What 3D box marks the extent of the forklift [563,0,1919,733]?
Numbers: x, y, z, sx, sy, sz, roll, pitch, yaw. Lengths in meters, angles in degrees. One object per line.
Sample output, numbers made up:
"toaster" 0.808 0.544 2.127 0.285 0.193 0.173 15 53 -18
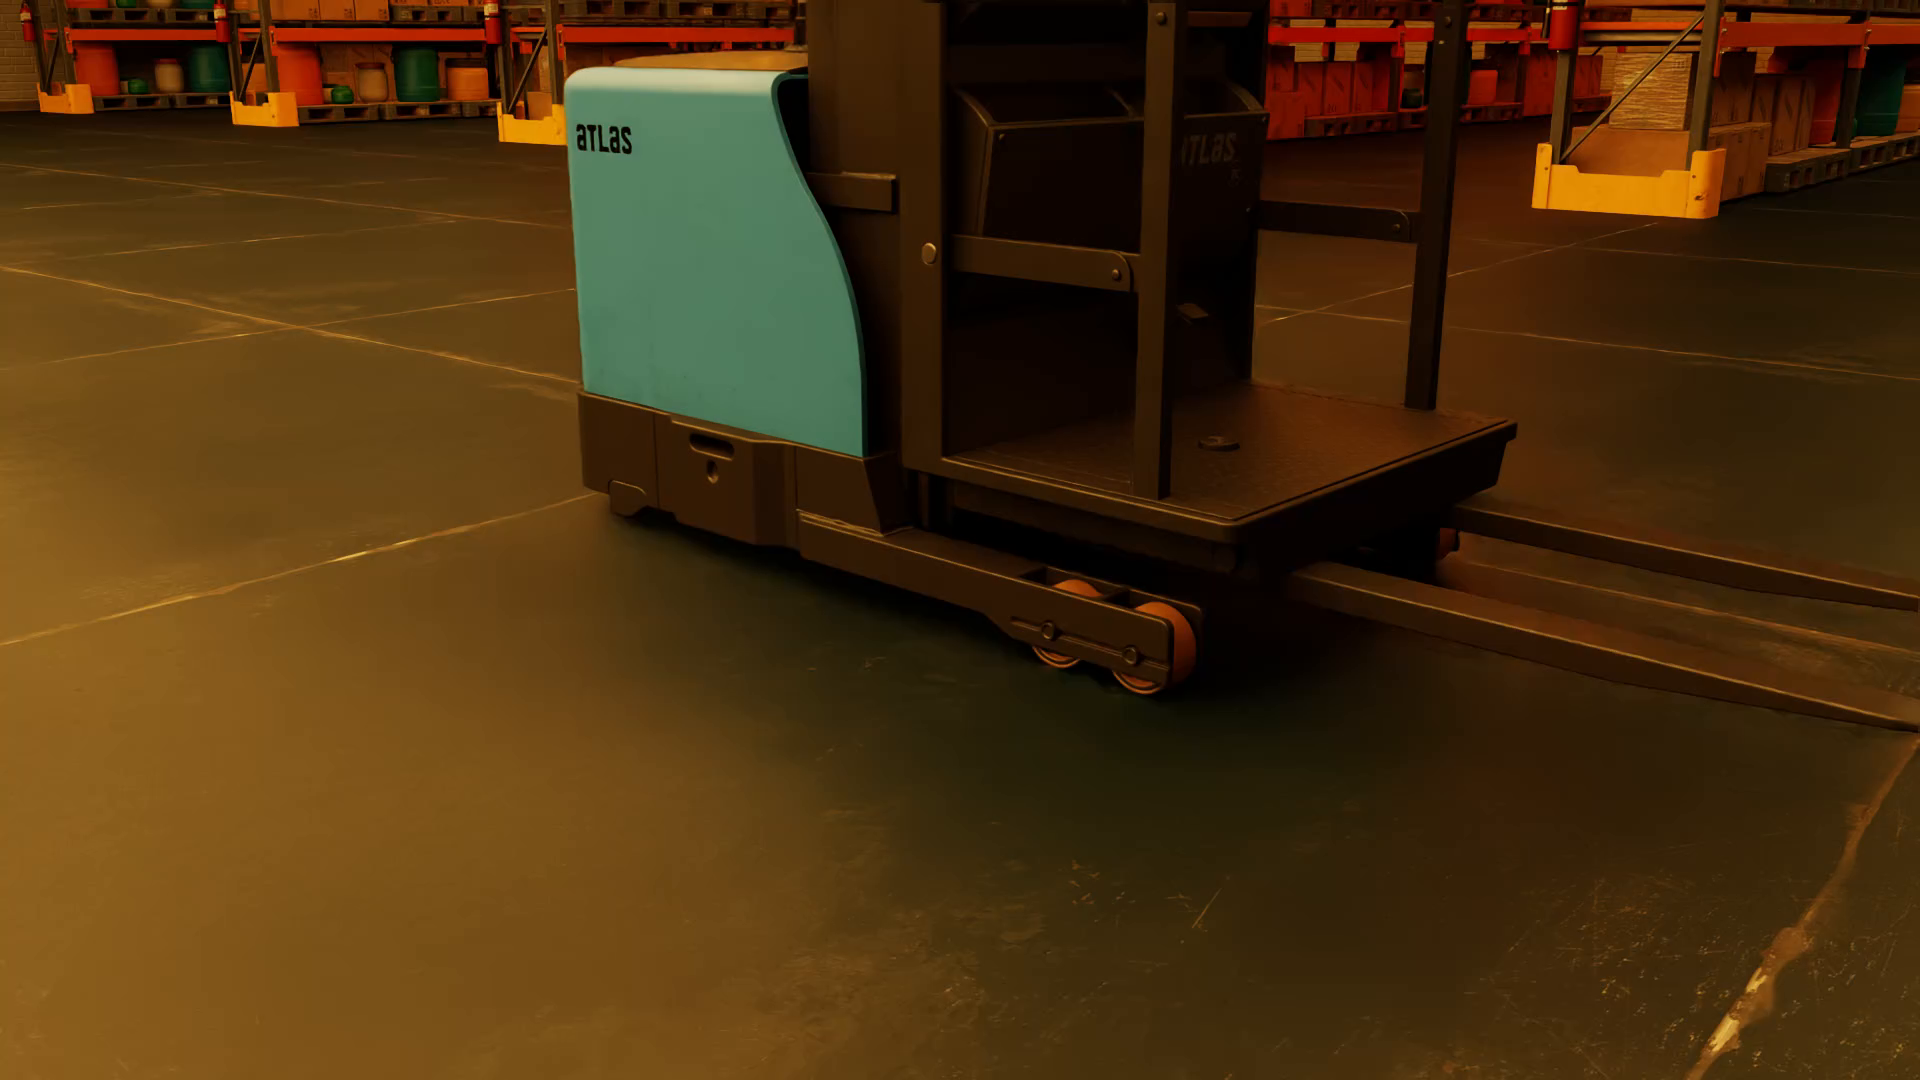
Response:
"forklift" 0.479 -1.293 3.155 3.031 2.935 1.130 15 22 40
